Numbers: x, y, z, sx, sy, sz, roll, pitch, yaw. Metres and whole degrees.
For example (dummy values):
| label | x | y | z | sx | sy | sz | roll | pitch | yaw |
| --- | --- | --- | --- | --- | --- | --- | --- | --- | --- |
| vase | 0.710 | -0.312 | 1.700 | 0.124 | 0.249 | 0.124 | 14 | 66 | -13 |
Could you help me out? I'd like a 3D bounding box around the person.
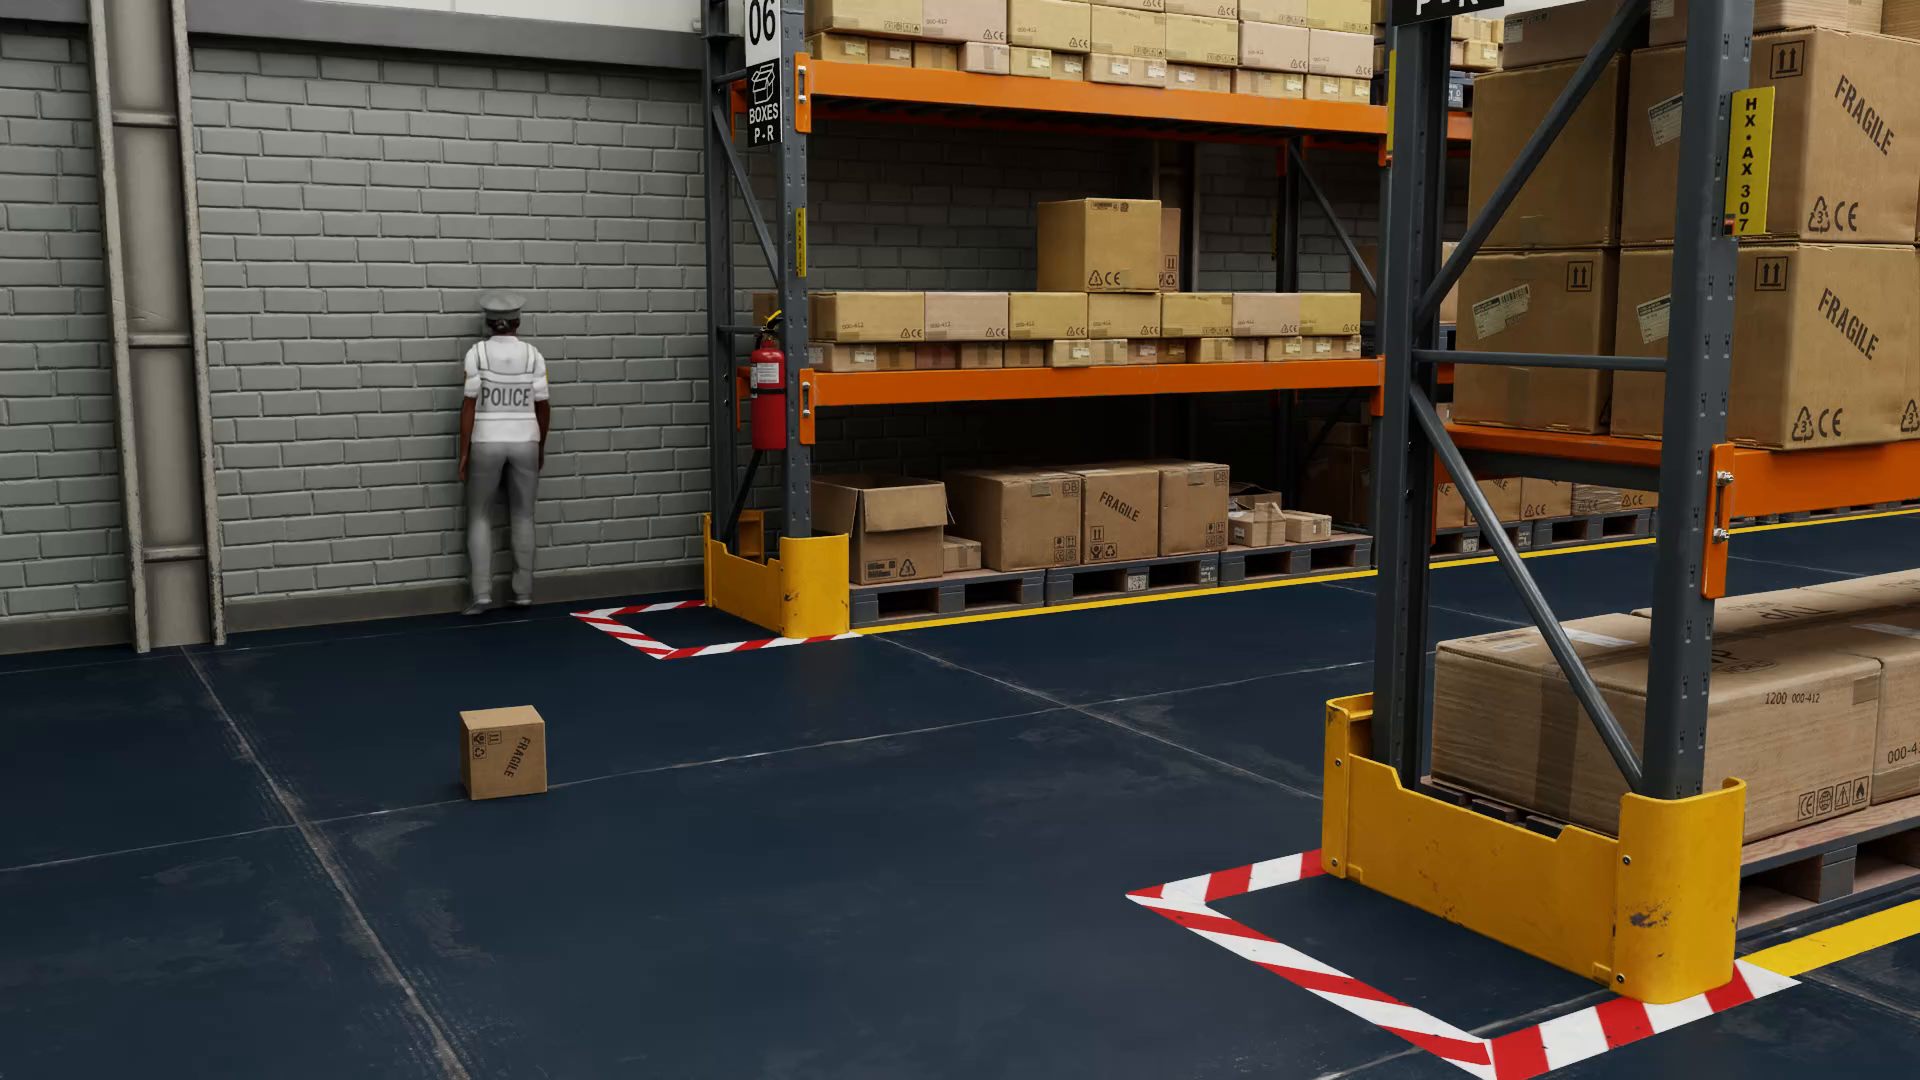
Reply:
| label | x | y | z | sx | sy | sz | roll | pitch | yaw |
| --- | --- | --- | --- | --- | --- | --- | --- | --- | --- |
| person | -2.431 | -0.445 | 8.848 | 0.497 | 1.763 | 0.422 | -4 | 9 | -25 |
